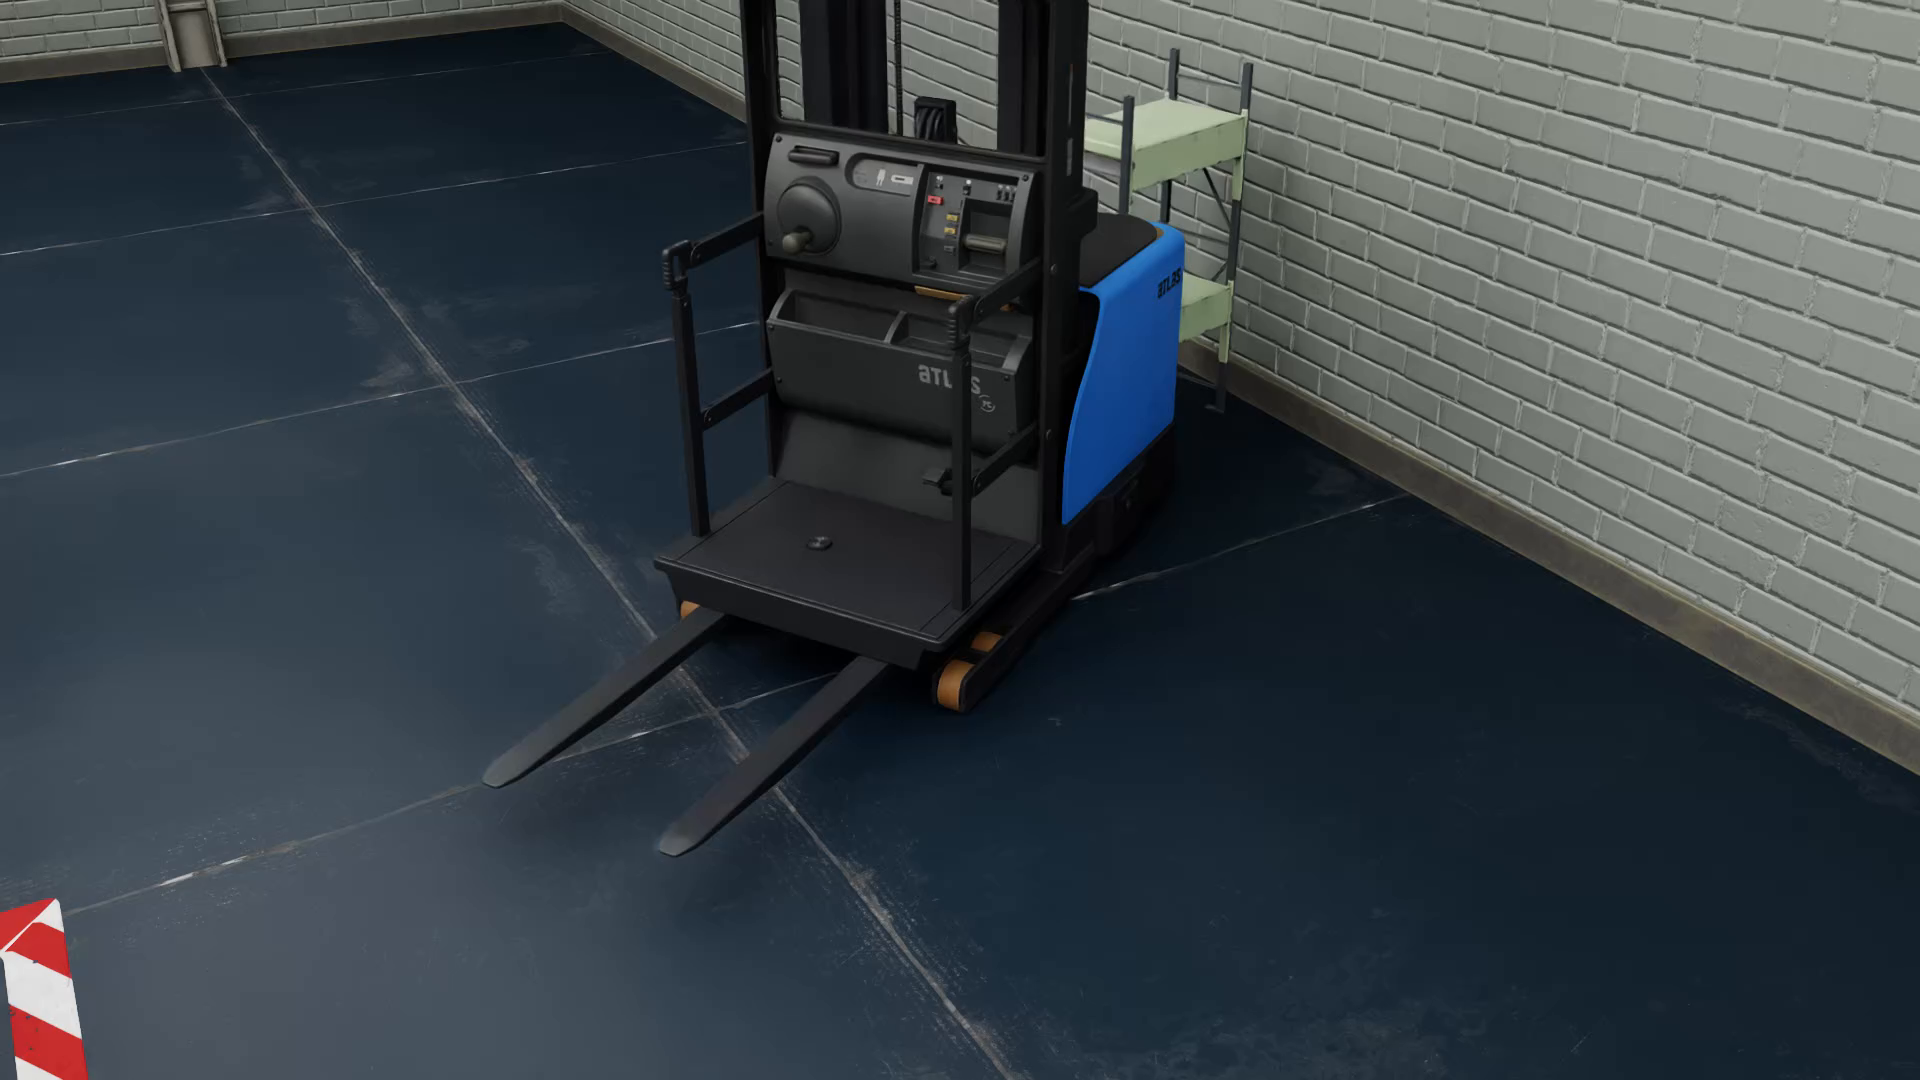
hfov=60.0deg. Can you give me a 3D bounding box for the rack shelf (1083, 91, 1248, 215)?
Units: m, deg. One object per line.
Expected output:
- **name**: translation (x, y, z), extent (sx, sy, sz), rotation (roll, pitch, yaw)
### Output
- **rack shelf**: translation (0.748, -1.498, 6.604), extent (0.431, 0.370, 0.720), rotation (26, 38, 38)

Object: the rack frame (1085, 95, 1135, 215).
- **rack frame**: translation (0.491, -1.030, 6.565), extent (0.400, 1.500, 0.023), rotation (26, 38, 38)

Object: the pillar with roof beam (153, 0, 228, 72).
- **pillar with roof beam**: translation (-3.757, -5.848, 7.533), extent (0.400, 9.000, 9.100), rotation (-16, 33, -26)

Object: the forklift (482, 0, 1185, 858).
- **forklift**: translation (-0.303, -0.987, 5.006), extent (1.130, 2.935, 3.031), rotation (15, 32, 25)

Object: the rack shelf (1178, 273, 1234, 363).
- **rack shelf**: translation (0.748, -0.871, 6.950), extent (0.431, 0.370, 0.720), rotation (26, 38, 38)

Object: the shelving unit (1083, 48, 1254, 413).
- **shelving unit**: translation (0.748, -1.156, 6.792), extent (0.431, 1.500, 0.755), rotation (26, 38, 38)

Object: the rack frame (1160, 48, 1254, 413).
- **rack frame**: translation (1.006, -1.281, 7.020), extent (0.400, 1.500, 0.023), rotation (26, 38, 38)
